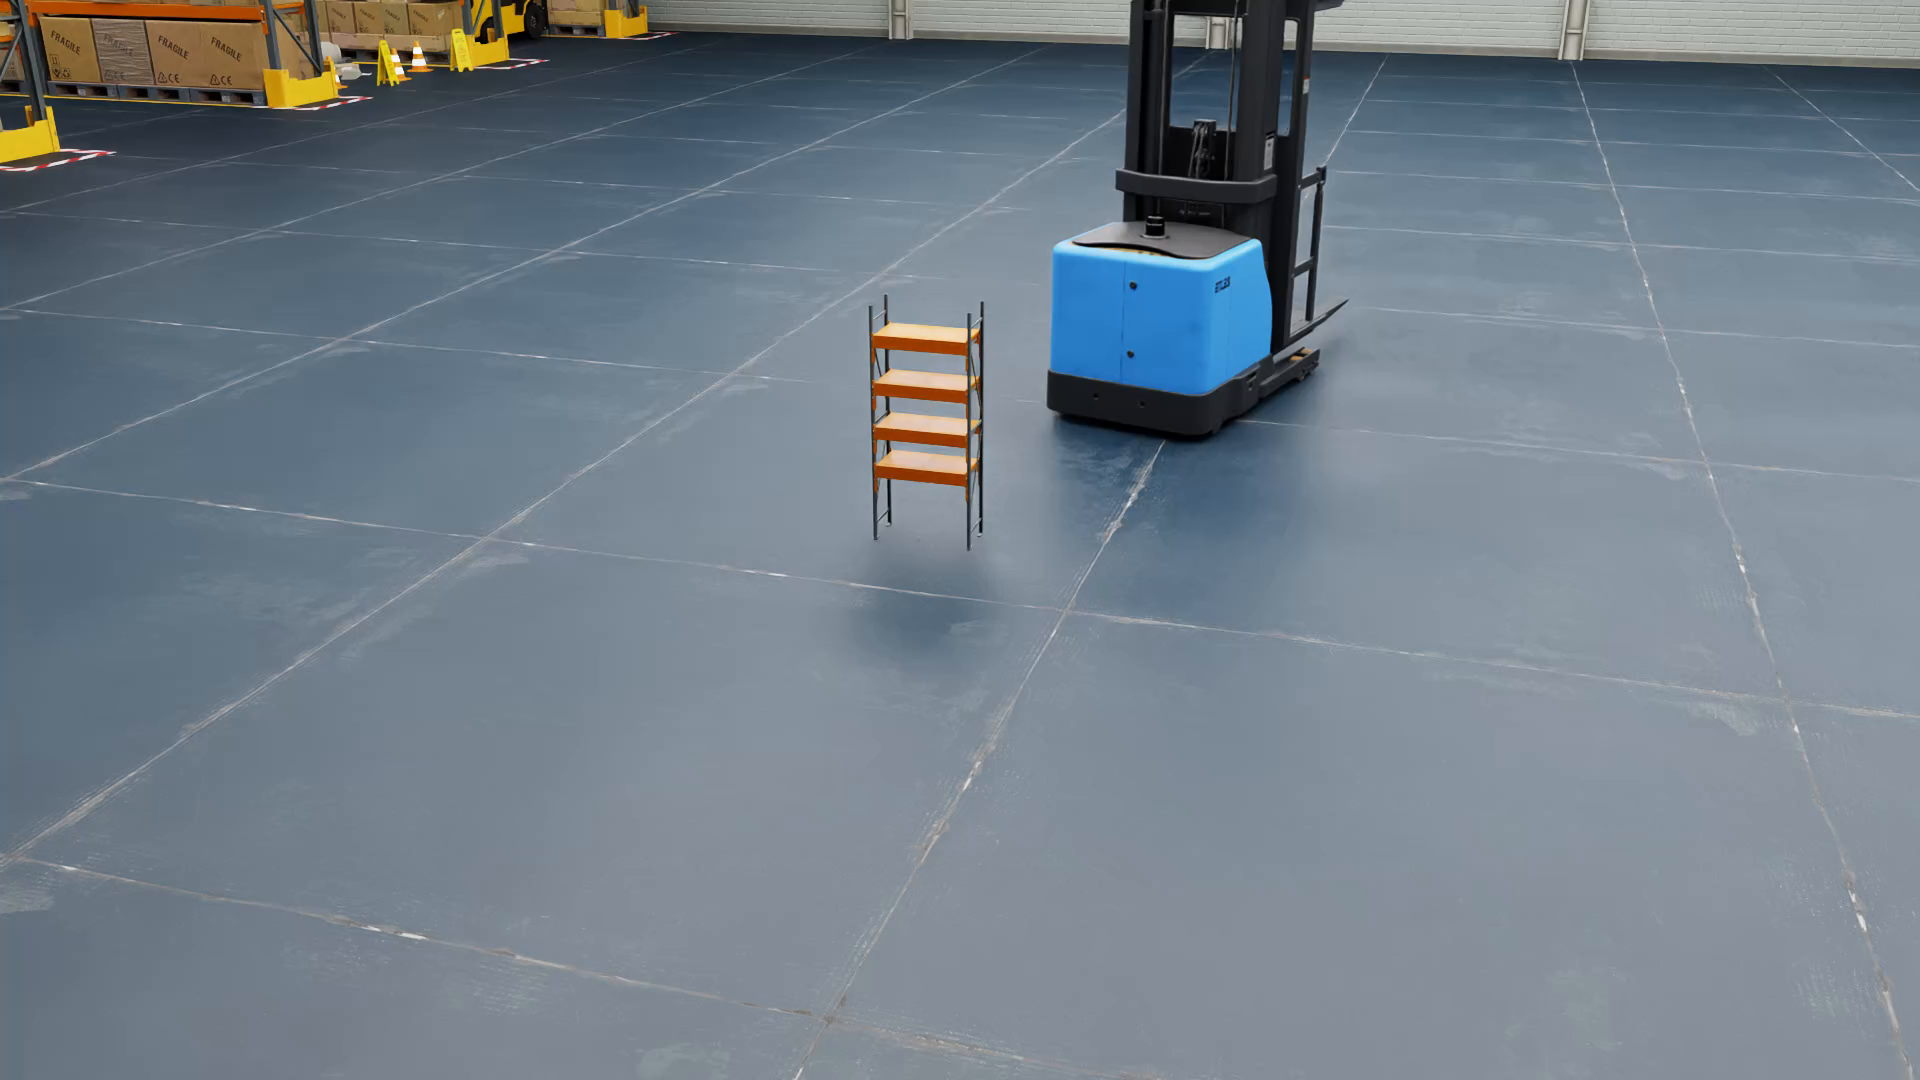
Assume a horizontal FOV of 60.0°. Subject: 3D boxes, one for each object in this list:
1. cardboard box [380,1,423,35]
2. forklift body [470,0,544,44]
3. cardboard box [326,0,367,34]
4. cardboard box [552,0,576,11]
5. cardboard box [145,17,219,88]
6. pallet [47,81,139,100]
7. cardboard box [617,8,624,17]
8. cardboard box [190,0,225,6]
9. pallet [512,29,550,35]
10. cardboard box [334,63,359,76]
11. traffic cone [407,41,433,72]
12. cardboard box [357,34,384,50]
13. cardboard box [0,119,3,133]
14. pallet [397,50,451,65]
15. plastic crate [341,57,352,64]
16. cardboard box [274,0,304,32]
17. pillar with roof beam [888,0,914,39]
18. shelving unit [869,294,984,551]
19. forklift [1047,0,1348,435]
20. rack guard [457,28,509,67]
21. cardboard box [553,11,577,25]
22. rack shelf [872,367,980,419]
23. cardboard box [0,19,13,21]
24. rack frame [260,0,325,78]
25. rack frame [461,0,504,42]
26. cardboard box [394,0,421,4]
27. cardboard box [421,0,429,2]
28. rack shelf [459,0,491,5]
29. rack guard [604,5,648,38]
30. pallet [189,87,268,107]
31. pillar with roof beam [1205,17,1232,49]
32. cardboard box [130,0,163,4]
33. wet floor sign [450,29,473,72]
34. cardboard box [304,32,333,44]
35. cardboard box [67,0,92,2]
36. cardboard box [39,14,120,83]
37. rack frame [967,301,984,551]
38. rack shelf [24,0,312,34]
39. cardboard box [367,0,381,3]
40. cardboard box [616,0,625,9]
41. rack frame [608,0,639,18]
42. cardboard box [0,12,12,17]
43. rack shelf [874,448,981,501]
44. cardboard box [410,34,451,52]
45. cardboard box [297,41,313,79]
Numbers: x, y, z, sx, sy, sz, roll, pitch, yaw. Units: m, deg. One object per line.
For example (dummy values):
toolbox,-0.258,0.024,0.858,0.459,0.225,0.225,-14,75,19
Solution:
cardboard box,-9.222,-8.656,27.564,0.500,0.500,0.500,7,23,17
forklift body,-8.791,-10.294,30.594,1.214,2.155,2.313,7,23,16
cardboard box,-10.210,-8.771,27.844,0.500,0.500,0.500,8,24,18
cardboard box,-7.482,-10.294,31.886,0.500,0.250,0.500,6,23,15
cardboard box,-10.723,-6.885,23.413,0.875,0.875,0.875,6,23,15
pallet,-12.336,-6.565,24.059,1.213,0.211,1.003,7,23,15
cardboard box,-6.862,-10.188,32.289,0.500,0.250,0.500,7,23,16
cardboard box,-10.113,-7.674,22.891,0.550,0.550,0.875,7,23,16
pallet,-8.357,-10.054,32.566,1.213,0.211,1.003,7,23,15
cardboard box,-9.716,-7.428,26.246,0.380,0.149,0.250,-20,29,-39
traffic cone,-8.663,-7.742,26.598,0.334,0.463,0.336,7,23,16
cardboard box,-9.727,-8.366,27.845,0.500,0.250,0.500,6,23,14
cardboard box,-11.334,-4.849,18.943,0.500,0.500,0.500,11,25,25
pallet,-8.719,-8.158,27.942,1.213,0.211,1.003,7,23,16
plastic crate,-10.442,-7.955,27.622,0.583,0.080,0.402,-1,22,-3
cardboard box,-11.221,-8.882,28.116,0.500,0.500,0.500,8,24,18
pillar with roof beam,-2.354,-12.099,25.971,0.400,9.000,9.100,7,23,16
shelving unit,-0.158,-0.573,8.150,0.503,1.200,0.258,7,23,16
forklift,1.727,-2.474,10.501,1.130,2.935,3.031,13,26,29
rack guard,-7.951,-8.189,27.639,0.348,0.500,1.175,7,23,16
cardboard box,-7.463,-10.058,31.971,0.500,0.250,0.500,7,23,15
rack shelf,-0.158,-0.718,8.090,0.480,0.148,0.258,7,23,16
cardboard box,-14.584,-7.262,24.497,0.750,0.750,1.050,7,23,15
rack frame,-9.212,-7.528,22.733,0.127,3.000,1.000,7,23,16
rack frame,-7.879,-9.338,27.144,0.127,3.000,1.000,7,23,16
cardboard box,-9.092,-8.916,27.343,0.250,0.149,0.380,7,23,17
cardboard box,-9.096,-8.854,28.047,0.500,0.500,0.500,6,23,14
rack shelf,-9.793,-9.224,27.815,4.000,0.370,1.077,7,23,16
rack guard,-6.426,-9.982,32.010,0.348,0.500,1.175,7,23,16
pallet,-10.000,-6.297,23.407,1.213,0.211,1.003,7,23,15
pillar with roof beam,3.390,-11.441,24.368,0.400,9.000,9.100,7,23,16
cardboard box,-11.132,-7.824,23.257,0.500,0.550,0.875,7,23,16
wet floor sign,-8.006,-7.839,26.593,0.232,0.644,0.267,16,27,34
cardboard box,-10.707,-8.481,28.126,0.500,0.250,0.500,8,24,19
cardboard box,-12.152,-7.948,23.559,0.550,0.550,0.875,7,23,16
cardboard box,-12.459,-7.083,23.895,0.875,0.875,0.875,7,23,16
rack frame,0.075,-0.547,8.084,0.015,1.200,0.240,7,23,16
rack shelf,-11.127,-7.414,23.404,4.000,0.370,1.077,7,23,16
cardboard box,-9.583,-8.974,27.485,0.250,0.149,0.380,8,23,18
cardboard box,-6.839,-10.422,32.199,0.500,0.250,0.500,7,23,16
rack frame,-6.449,-11.141,31.542,0.127,3.000,1.000,7,23,16
cardboard box,-17.028,-9.631,30.106,0.875,0.875,0.875,7,23,16
rack shelf,-0.158,-0.327,8.251,0.480,0.148,0.258,7,23,16
cardboard box,-8.753,-8.253,27.571,0.500,0.250,0.500,6,23,15
cardboard box,-10.292,-7.455,25.845,0.637,0.503,0.797,-9,24,-21
